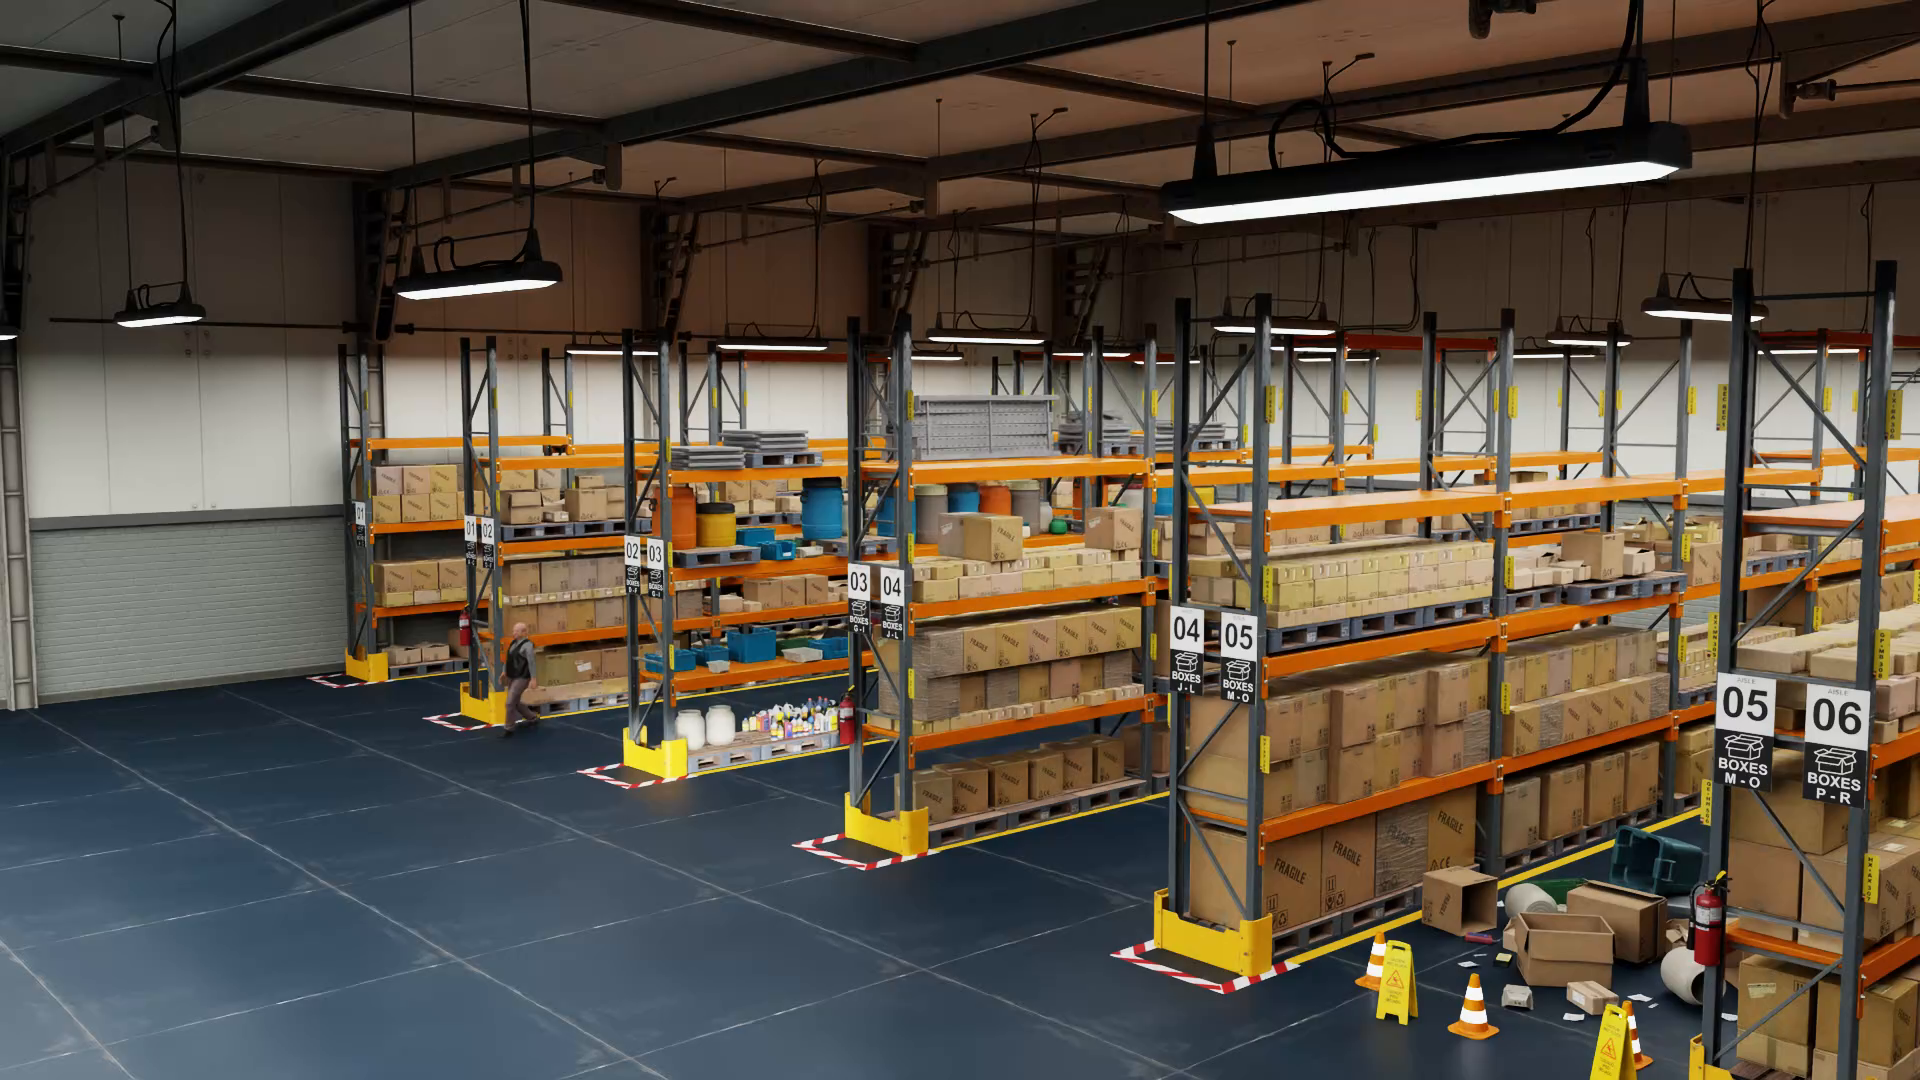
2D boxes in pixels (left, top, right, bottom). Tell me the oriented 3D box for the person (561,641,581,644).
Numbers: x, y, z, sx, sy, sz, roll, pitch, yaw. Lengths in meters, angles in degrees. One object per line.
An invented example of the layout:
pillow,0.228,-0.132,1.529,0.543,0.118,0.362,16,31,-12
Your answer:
person,-6.801,1.684,29.006,0.584,1.712,0.989,4,6,35

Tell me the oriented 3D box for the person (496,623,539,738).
person,-6.659,2.093,25.014,0.610,1.715,0.753,5,7,44

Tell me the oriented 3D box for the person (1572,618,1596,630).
person,9.869,1.920,26.390,1.065,1.721,0.641,-4,7,-39
